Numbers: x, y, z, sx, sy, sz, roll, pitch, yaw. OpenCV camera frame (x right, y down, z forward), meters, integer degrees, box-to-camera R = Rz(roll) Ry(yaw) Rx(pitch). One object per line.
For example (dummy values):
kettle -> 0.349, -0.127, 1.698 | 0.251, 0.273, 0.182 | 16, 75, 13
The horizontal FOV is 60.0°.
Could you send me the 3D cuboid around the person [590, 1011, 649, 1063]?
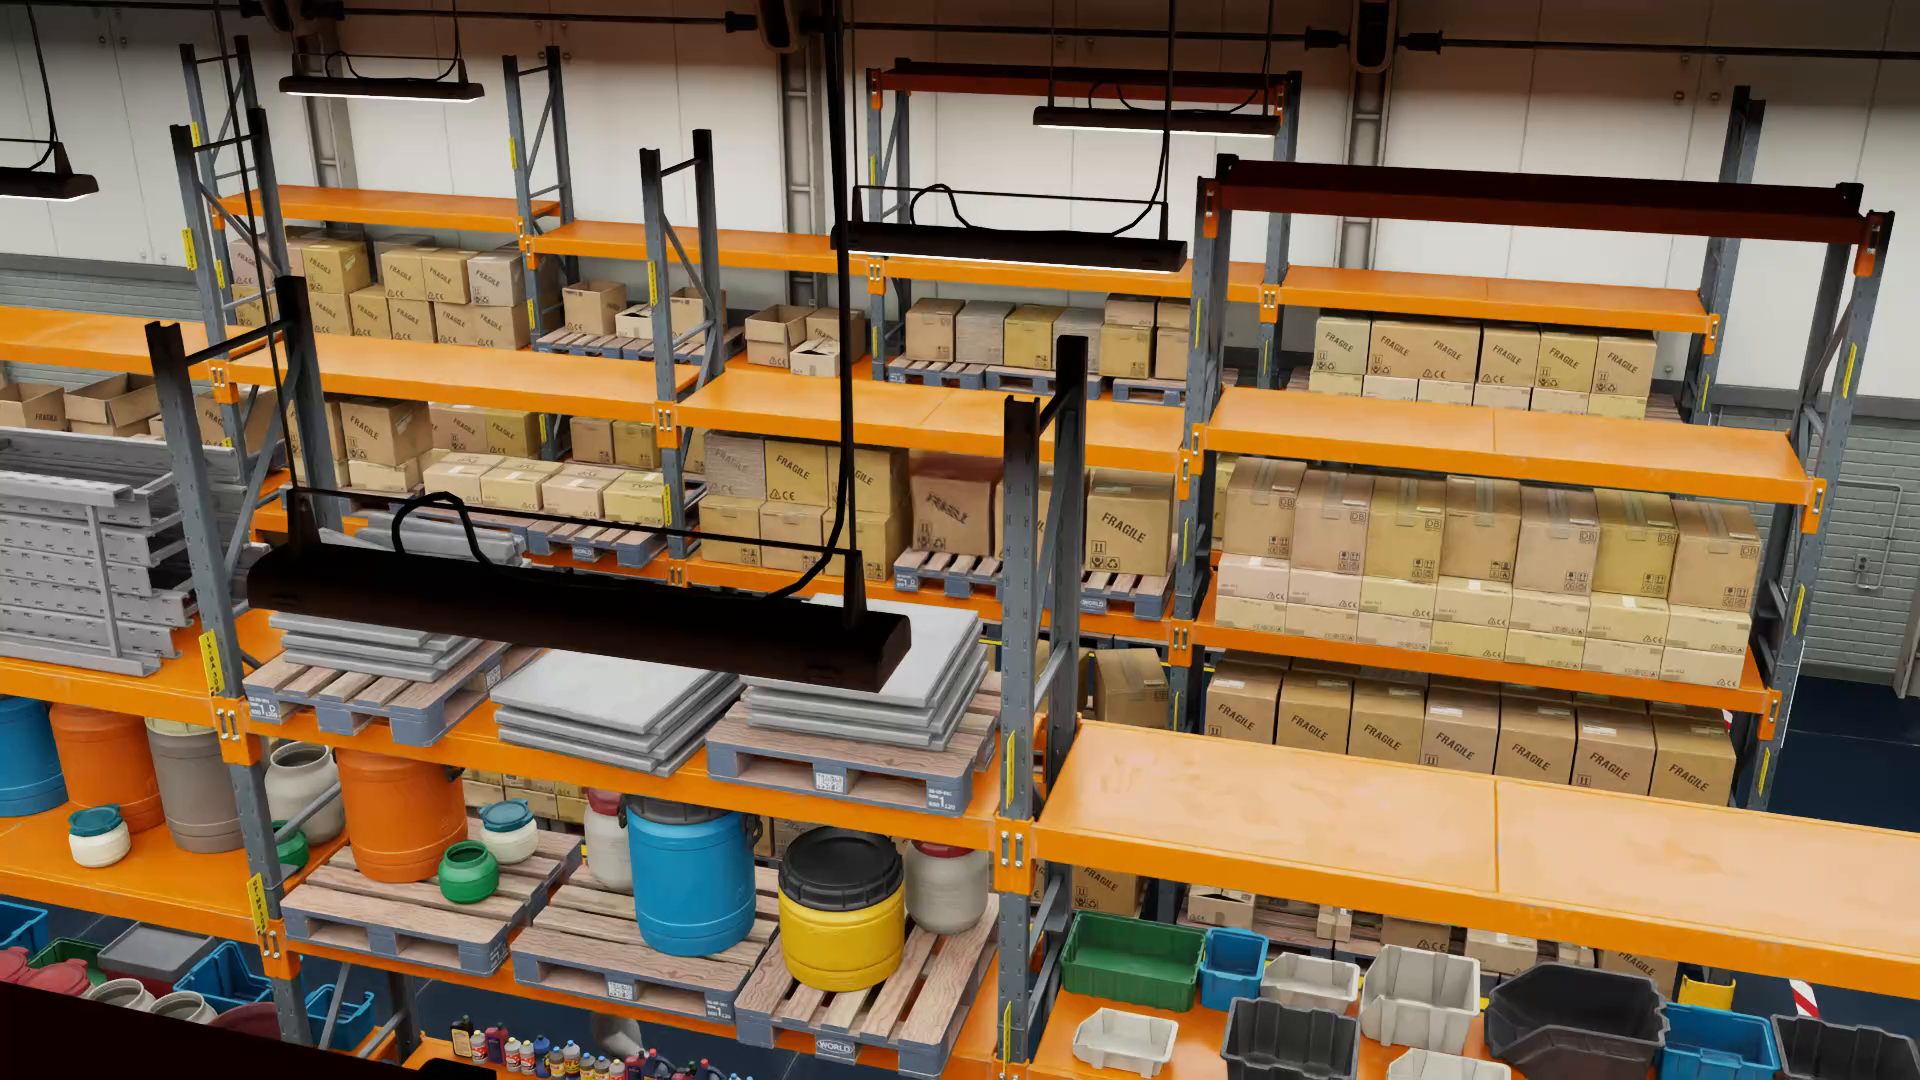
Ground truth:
person -> -2.249, 3.006, 11.295 | 0.622, 1.740, 0.598 | 11, 25, 25
